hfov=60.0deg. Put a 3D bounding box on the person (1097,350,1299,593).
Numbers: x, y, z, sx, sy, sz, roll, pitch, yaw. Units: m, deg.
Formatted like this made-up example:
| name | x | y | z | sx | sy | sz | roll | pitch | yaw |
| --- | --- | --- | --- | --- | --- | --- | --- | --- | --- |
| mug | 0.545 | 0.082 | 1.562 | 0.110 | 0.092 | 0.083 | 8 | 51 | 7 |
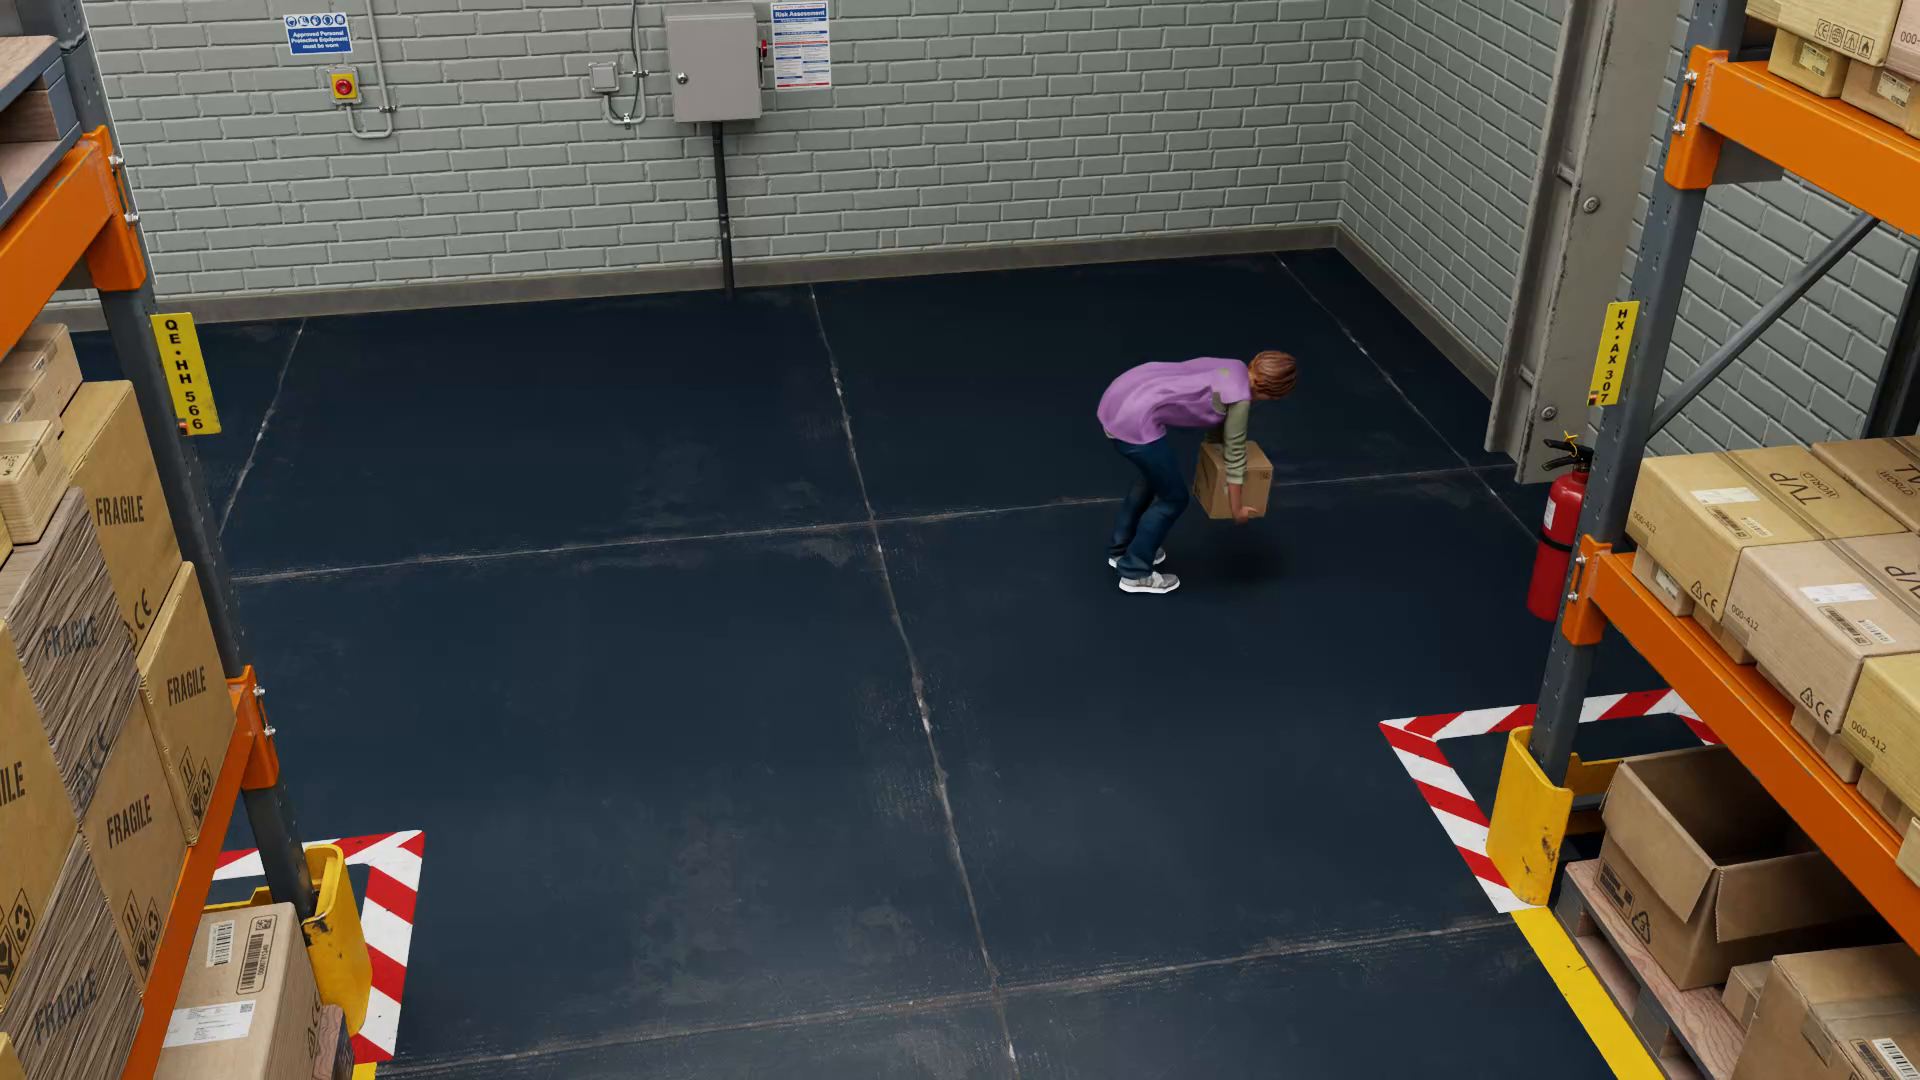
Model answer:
| name | x | y | z | sx | sy | sz | roll | pitch | yaw |
| --- | --- | --- | --- | --- | --- | --- | --- | --- | --- |
| person | 1.008 | -0.306 | 7.184 | 0.864 | 1.047 | 0.390 | -6 | 32 | -10 |
